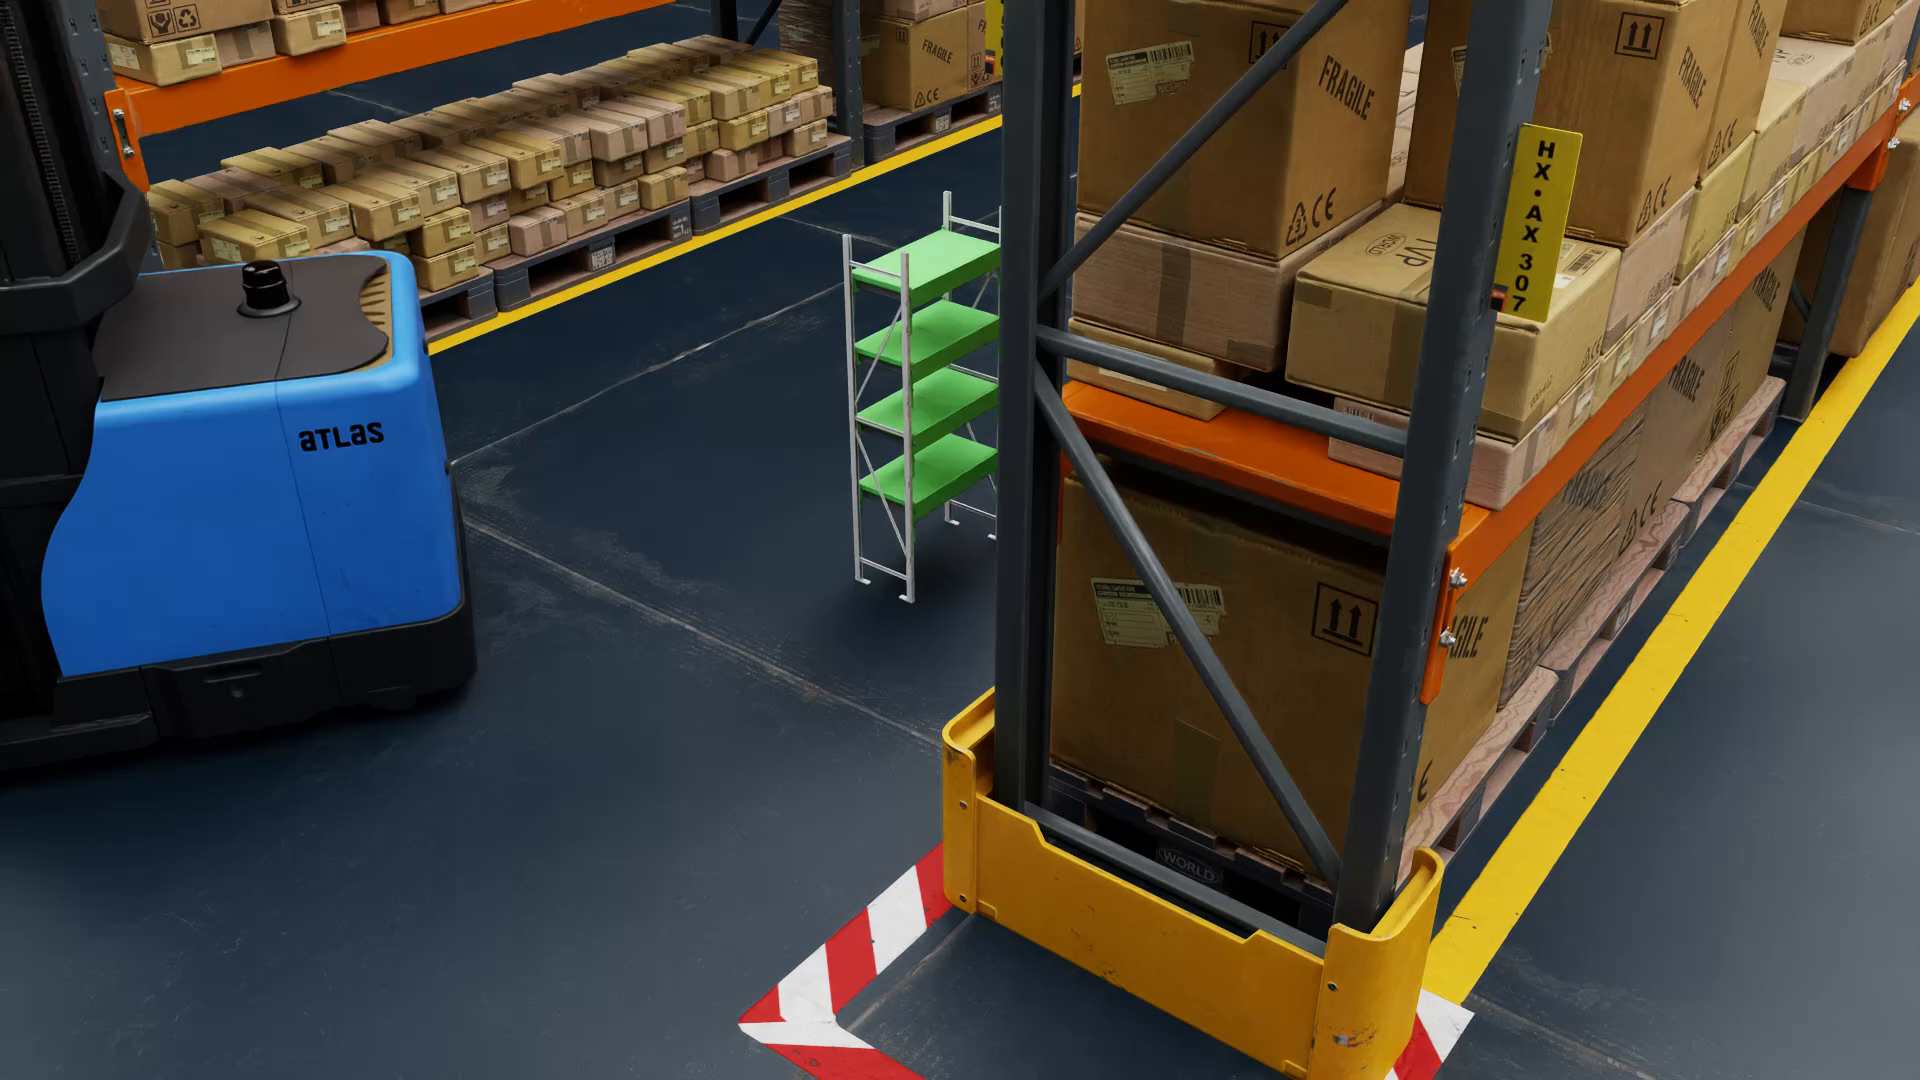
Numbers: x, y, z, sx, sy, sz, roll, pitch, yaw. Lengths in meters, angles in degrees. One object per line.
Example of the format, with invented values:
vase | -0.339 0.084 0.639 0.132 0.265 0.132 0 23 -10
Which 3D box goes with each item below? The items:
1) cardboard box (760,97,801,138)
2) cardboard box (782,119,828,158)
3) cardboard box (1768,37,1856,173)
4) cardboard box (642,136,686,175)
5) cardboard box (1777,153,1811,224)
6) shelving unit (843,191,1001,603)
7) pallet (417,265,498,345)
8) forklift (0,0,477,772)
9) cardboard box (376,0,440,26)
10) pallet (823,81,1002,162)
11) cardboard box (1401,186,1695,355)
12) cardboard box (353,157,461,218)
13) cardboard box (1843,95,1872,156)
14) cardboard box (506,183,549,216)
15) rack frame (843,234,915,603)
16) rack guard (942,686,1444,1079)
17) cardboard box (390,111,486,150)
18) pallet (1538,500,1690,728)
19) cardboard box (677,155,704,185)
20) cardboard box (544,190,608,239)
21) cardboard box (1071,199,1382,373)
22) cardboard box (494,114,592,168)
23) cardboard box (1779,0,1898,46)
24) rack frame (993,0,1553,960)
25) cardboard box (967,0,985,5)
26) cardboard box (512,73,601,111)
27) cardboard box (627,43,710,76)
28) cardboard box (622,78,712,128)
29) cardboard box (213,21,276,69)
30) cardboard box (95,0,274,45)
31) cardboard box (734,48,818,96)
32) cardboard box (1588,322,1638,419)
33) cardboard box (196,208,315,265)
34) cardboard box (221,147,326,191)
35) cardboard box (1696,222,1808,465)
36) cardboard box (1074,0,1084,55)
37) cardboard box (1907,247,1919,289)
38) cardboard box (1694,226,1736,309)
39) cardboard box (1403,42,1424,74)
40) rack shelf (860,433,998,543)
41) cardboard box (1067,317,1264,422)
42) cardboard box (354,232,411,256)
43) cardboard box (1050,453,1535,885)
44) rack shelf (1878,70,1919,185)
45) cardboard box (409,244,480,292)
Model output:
cardboard box | -1.053 -2.226 8.656 0.380 0.149 0.250 19 36 29
cardboard box | -0.928 -2.173 8.859 0.380 0.149 0.250 22 37 32
cardboard box | 2.254 -1.300 4.857 0.500 0.250 0.500 22 37 32
cardboard box | -1.569 -1.930 8.157 0.380 0.149 0.250 22 37 32
cardboard box | 2.232 -1.060 4.843 0.380 0.149 0.250 20 36 31
shelving unit | -0.100 -0.449 5.331 0.258 1.200 0.503 21 37 31
pallet | -2.813 -1.008 7.244 1.003 0.211 1.213 21 37 31
forklift | -3.015 -0.801 4.228 3.031 2.935 1.130 -9 32 -15
cardboard box | -2.365 -2.239 6.833 0.380 0.149 0.250 21 36 31
pallet | -0.494 -2.600 9.931 1.003 0.211 1.213 21 37 31
cardboard box | 1.329 -0.678 3.808 0.500 0.250 0.500 21 36 31
cardboard box | -2.382 -1.514 7.164 0.380 0.149 0.250 19 36 29
cardboard box | 2.697 -1.374 5.372 0.380 0.149 0.250 20 36 30
cardboard box | -2.113 -1.625 7.642 0.380 0.149 0.250 23 38 34
rack frame | -0.247 -0.350 5.163 0.240 1.200 0.015 21 37 31
rack guard | 0.501 0.795 3.918 1.175 0.500 0.348 21 37 31
cardboard box | -2.436 -1.874 7.772 0.380 0.149 0.250 20 36 30
pallet | 1.673 0.067 5.430 1.003 0.211 1.213 21 37 31
cardboard box | -1.516 -1.896 8.392 0.380 0.149 0.250 20 36 30
cardboard box | -1.883 -1.559 7.823 0.380 0.149 0.250 21 37 31
cardboard box | 0.597 -0.632 3.729 0.500 0.250 0.500 20 36 31
cardboard box | -1.936 -1.848 7.728 0.380 0.149 0.250 21 37 31
cardboard box | 2.560 -1.830 5.016 0.500 0.500 0.500 22 37 32
rack frame | 0.516 -0.290 3.297 1.000 3.000 0.127 21 37 31
cardboard box | 0.013 -3.347 9.760 0.500 0.250 0.500 22 37 33
cardboard box | -2.021 -2.214 8.345 0.380 0.149 0.250 22 37 32
cardboard box | -1.550 -2.523 8.866 0.380 0.149 0.250 23 38 34
cardboard box | -1.456 -2.168 8.266 0.380 0.149 0.250 22 37 33
cardboard box | -2.800 -1.896 6.254 0.380 0.149 0.250 23 37 33
cardboard box | -2.886 -2.126 6.005 0.500 0.500 0.500 23 38 33
cardboard box | -0.970 -2.469 8.774 0.380 0.149 0.250 22 37 33
cardboard box | 1.301 -0.433 3.785 0.380 0.149 0.250 20 36 30
cardboard box | -2.791 -1.176 6.593 0.380 0.149 0.250 19 36 29
cardboard box | -3.008 -1.589 7.291 0.380 0.149 0.250 20 36 30
cardboard box | 2.468 -0.939 6.064 0.875 0.875 0.875 21 37 31
cardboard box | 0.640 -3.437 10.646 0.500 0.500 0.500 19 36 29
cardboard box | 3.839 -1.812 7.537 1.225 0.875 0.875 20 36 30
cardboard box | 1.767 -0.748 4.316 0.380 0.149 0.250 21 36 31
cardboard box | 1.521 -1.258 4.785 0.500 0.250 0.500 21 37 31
rack shelf | -0.100 -0.187 5.486 0.258 0.148 0.480 21 37 31
cardboard box | 0.468 -0.428 3.776 0.380 0.149 0.250 22 37 32
cardboard box | -2.569 -1.294 7.084 0.380 0.149 0.250 22 37 32
cardboard box | 0.838 0.159 4.212 0.875 0.875 0.875 21 37 31
rack shelf | 4.137 -2.419 7.595 1.077 0.370 4.000 21 37 31
cardboard box | -2.327 -1.231 7.269 0.380 0.149 0.250 22 37 32
